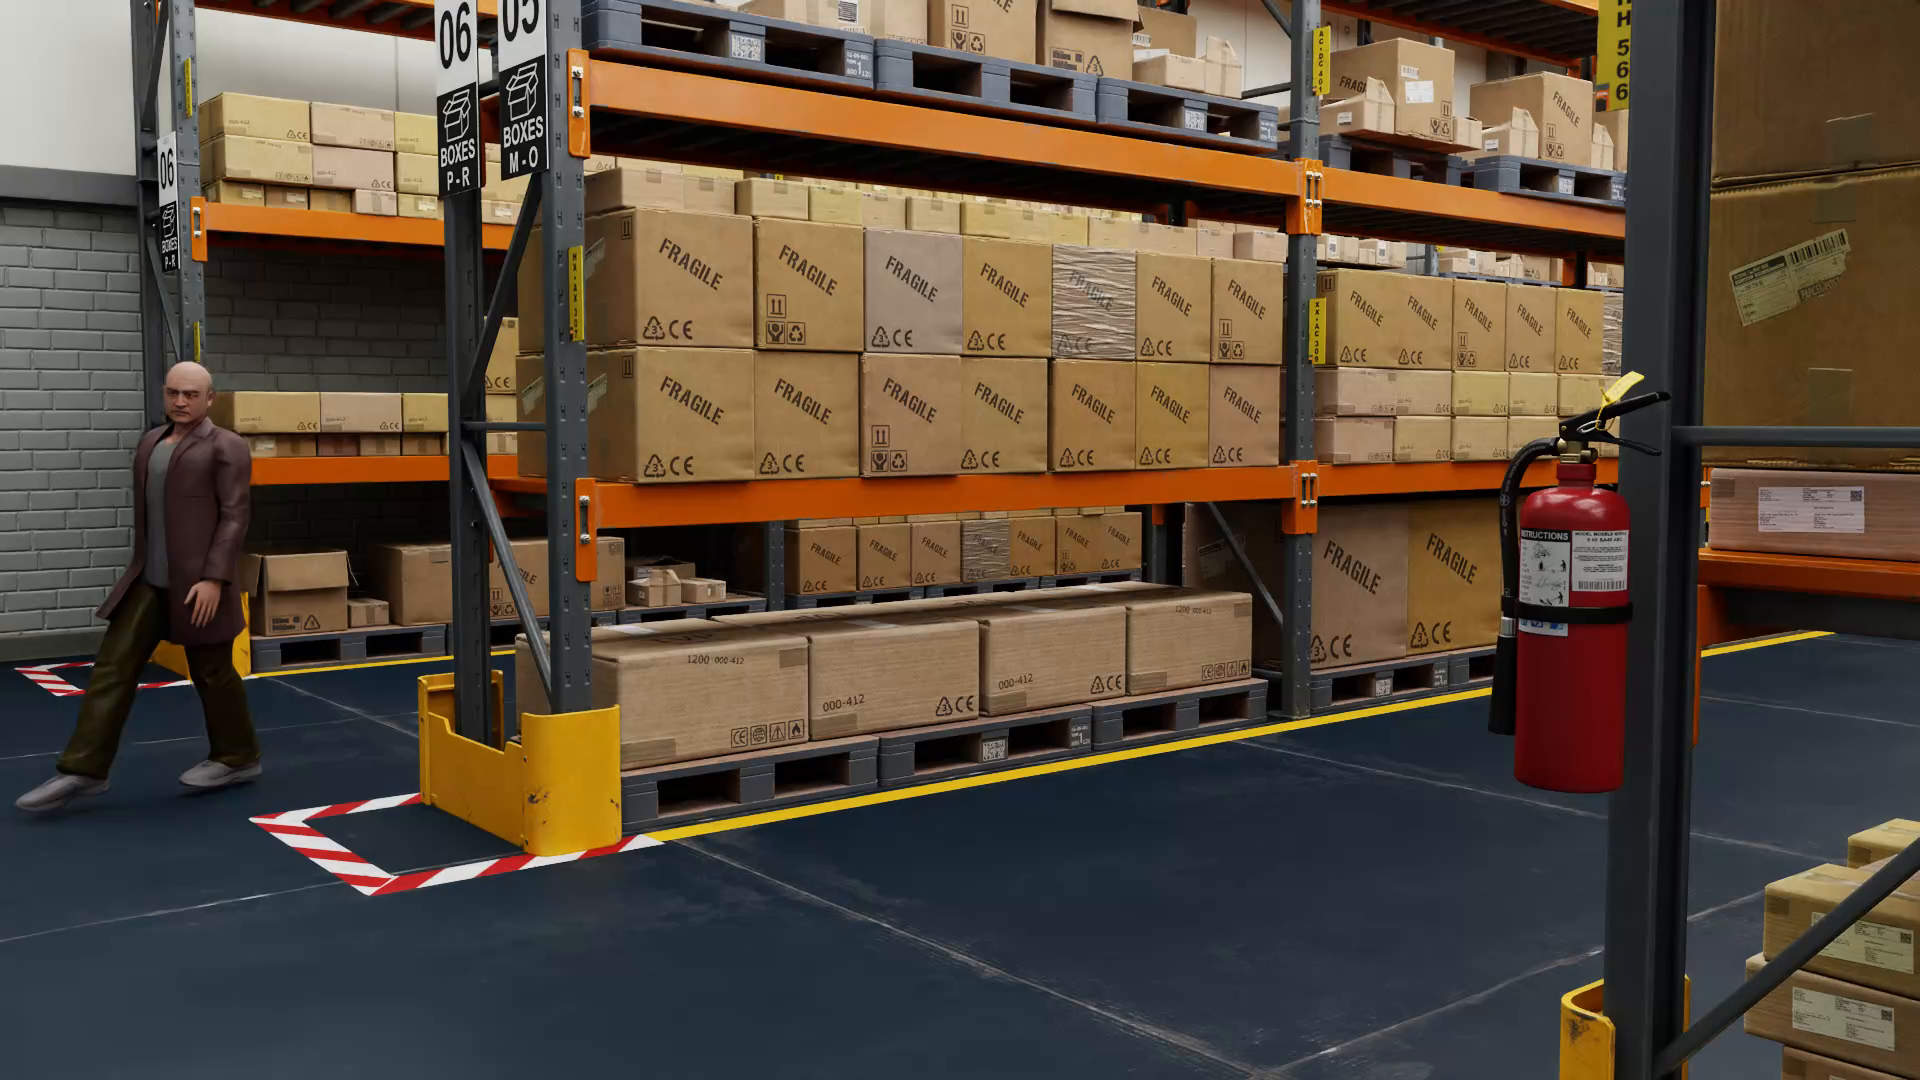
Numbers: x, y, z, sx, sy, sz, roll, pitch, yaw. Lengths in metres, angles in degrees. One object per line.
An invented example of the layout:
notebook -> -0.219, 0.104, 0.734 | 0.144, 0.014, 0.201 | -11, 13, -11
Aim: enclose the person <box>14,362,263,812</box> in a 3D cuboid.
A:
person -> -3.193, 0.162, 6.601 | 0.665, 1.737, 0.938 | 1, 4, 18
